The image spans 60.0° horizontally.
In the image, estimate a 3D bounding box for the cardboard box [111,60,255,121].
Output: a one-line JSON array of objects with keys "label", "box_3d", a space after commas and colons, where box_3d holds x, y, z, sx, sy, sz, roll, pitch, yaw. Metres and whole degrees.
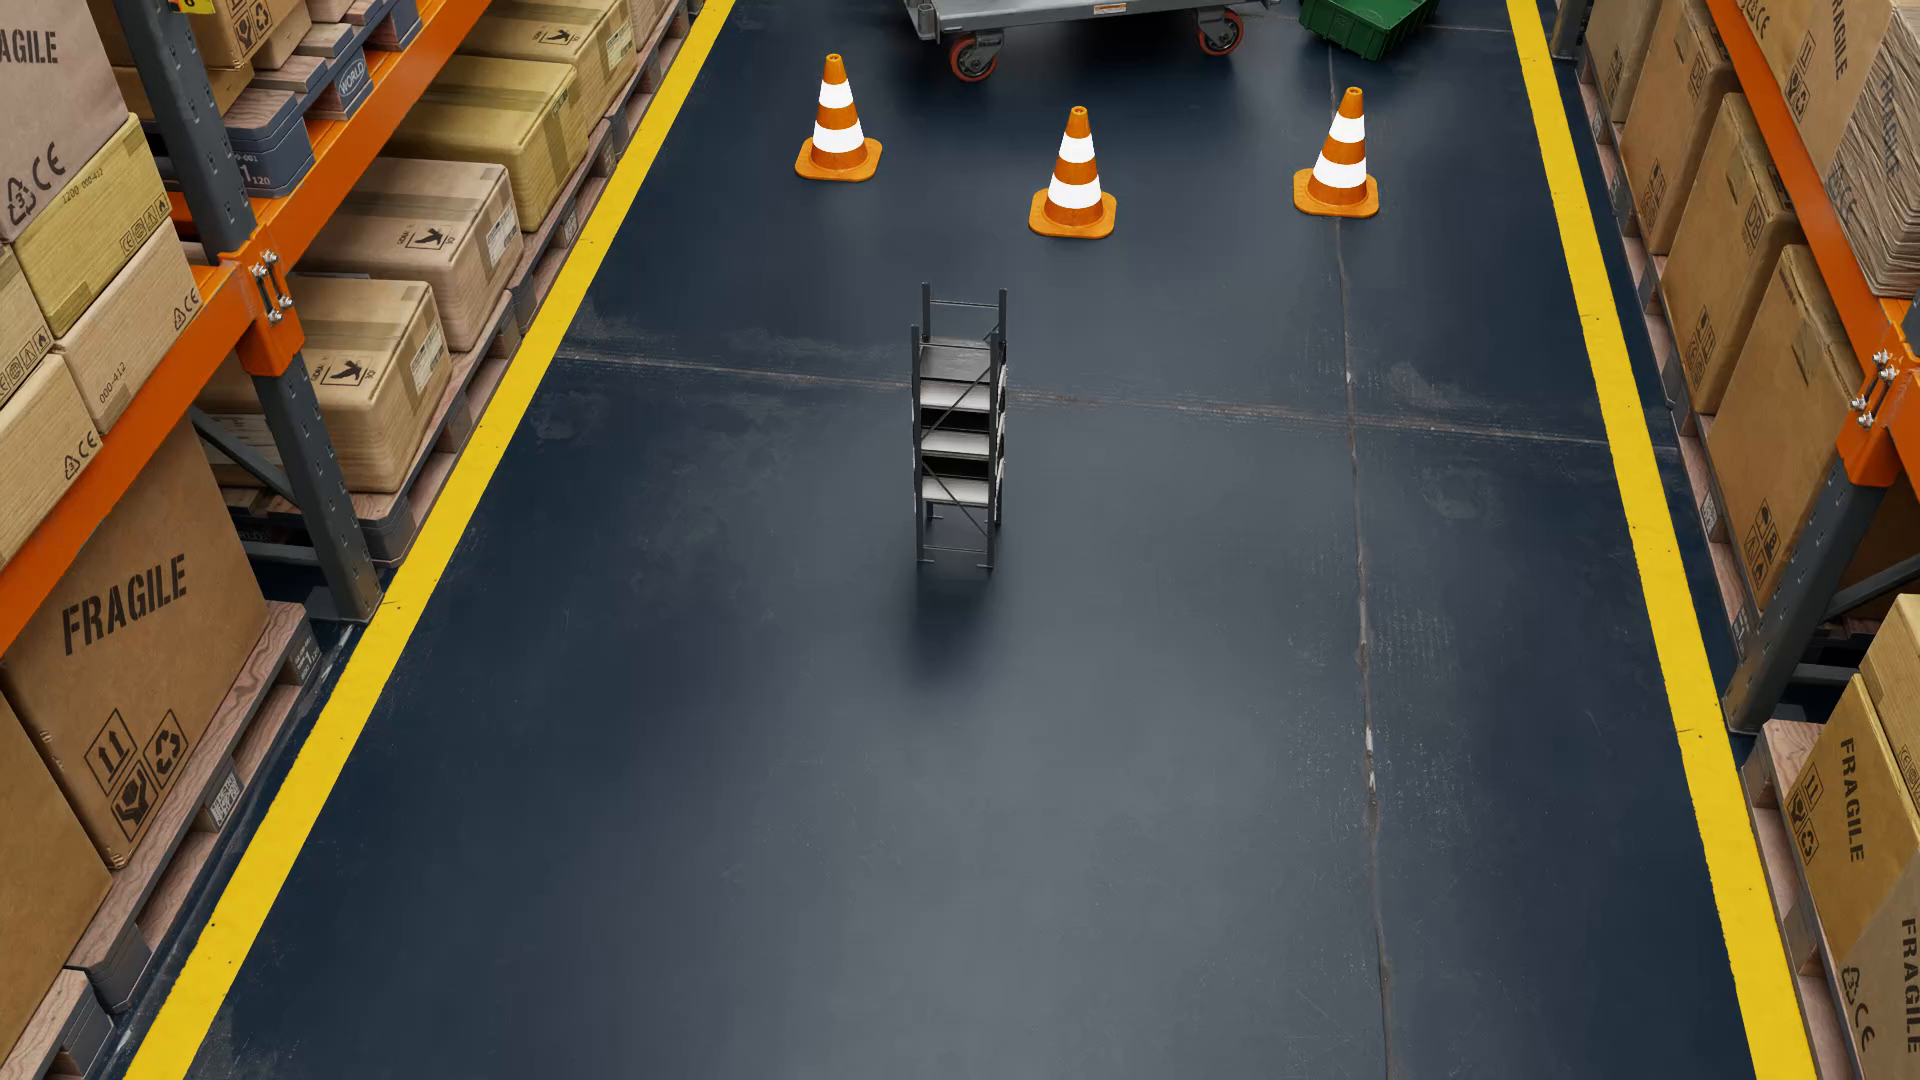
[{"label": "cardboard box", "box_3d": [-2.029, -1.186, 4.198, 0.380, 0.149, 0.250, 3, 44, 3]}]

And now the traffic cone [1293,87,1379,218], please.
[{"label": "traffic cone", "box_3d": [1.518, -1.567, 6.568, 0.336, 0.463, 0.334, 5, 44, 6]}]

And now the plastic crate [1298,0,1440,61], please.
[{"label": "plastic crate", "box_3d": [1.917, -2.502, 7.714, 0.450, 0.188, 0.662, 35, 53, 18]}]

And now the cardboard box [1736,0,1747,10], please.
[{"label": "cardboard box", "box_3d": [2.654, -1.937, 5.041, 0.500, 0.500, 0.500, 6, 44, 6]}]

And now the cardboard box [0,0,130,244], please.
[{"label": "cardboard box", "box_3d": [-2.066, -0.943, 3.264, 0.500, 0.500, 0.500, 4, 44, 4]}]

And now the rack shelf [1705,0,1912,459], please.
[{"label": "rack shelf", "box_3d": [2.928, -1.641, 5.324, 1.077, 0.370, 4.000, 5, 44, 6]}]

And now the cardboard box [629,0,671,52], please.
[{"label": "cardboard box", "box_3d": [-1.795, -2.487, 7.300, 0.950, 0.372, 0.625, 6, 44, 6]}]

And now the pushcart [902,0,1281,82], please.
[{"label": "pushcart", "box_3d": [0.539, -2.521, 7.638, 1.648, 0.377, 0.936, -9, 44, -9]}]

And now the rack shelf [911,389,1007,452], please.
[{"label": "rack shelf", "box_3d": [-0.001, -0.362, 4.896, 0.258, 0.077, 0.200, 5, 44, 6]}]

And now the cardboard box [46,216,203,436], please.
[{"label": "cardboard box", "box_3d": [-2.066, -0.497, 3.702, 0.500, 0.250, 0.500, 4, 44, 4]}]

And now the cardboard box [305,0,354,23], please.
[{"label": "cardboard box", "box_3d": [-1.877, -1.558, 4.591, 0.380, 0.149, 0.250, 3, 44, 3]}]

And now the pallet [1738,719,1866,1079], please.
[{"label": "pallet", "box_3d": [2.559, 1.006, 4.034, 1.003, 0.211, 1.213, 5, 44, 6]}]

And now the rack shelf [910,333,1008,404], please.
[{"label": "rack shelf", "box_3d": [-0.001, -0.493, 4.772, 0.258, 0.077, 0.200, 5, 44, 6]}]

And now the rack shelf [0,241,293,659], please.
[{"label": "rack shelf", "box_3d": [-2.521, 0.704, 2.848, 1.077, 0.370, 4.000, 5, 44, 6]}]

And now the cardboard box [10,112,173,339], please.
[{"label": "cardboard box", "box_3d": [-2.069, -0.694, 3.546, 0.500, 0.250, 0.500, 5, 44, 5]}]

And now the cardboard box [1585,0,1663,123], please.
[{"label": "cardboard box", "box_3d": [3.199, -2.169, 6.690, 1.050, 0.750, 0.750, 5, 44, 5]}]

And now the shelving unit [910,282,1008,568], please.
[{"label": "shelving unit", "box_3d": [-0.001, -0.321, 4.935, 0.258, 0.900, 0.210, 5, 44, 6]}]

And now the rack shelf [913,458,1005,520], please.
[{"label": "rack shelf", "box_3d": [-0.001, -0.166, 5.081, 0.258, 0.077, 0.200, 5, 44, 6]}]

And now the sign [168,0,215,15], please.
[{"label": "sign", "box_3d": [-1.706, -1.292, 3.591, 0.100, 0.325, 0.005, 5, 44, 6]}]

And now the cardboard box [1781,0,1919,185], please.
[{"label": "cardboard box", "box_3d": [2.524, -1.246, 4.312, 0.500, 0.500, 0.500, 5, 44, 6]}]

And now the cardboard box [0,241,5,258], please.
[{"label": "cardboard box", "box_3d": [-2.125, -0.593, 2.894, 0.500, 0.500, 0.500, 6, 44, 6]}]

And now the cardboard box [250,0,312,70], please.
[{"label": "cardboard box", "box_3d": [-1.959, -1.375, 4.398, 0.380, 0.149, 0.250, 3, 44, 3]}]

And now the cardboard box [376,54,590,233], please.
[{"label": "cardboard box", "box_3d": [-1.976, -1.522, 6.282, 0.950, 0.372, 0.625, 7, 44, 7]}]

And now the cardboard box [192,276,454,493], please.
[{"label": "cardboard box", "box_3d": [-2.172, -0.502, 5.205, 0.950, 0.372, 0.625, 3, 43, 3]}]

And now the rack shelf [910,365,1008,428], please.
[{"label": "rack shelf", "box_3d": [-0.001, -0.428, 4.834, 0.258, 0.077, 0.200, 5, 44, 6]}]

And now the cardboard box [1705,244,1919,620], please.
[{"label": "cardboard box", "box_3d": [2.833, -0.281, 4.696, 1.050, 0.750, 0.750, 5, 44, 5]}]

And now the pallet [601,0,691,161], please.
[{"label": "pallet", "box_3d": [-1.829, -2.103, 7.317, 1.003, 0.211, 1.213, 5, 44, 6]}]

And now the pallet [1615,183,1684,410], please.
[{"label": "pallet", "box_3d": [3.006, -0.886, 6.032, 1.003, 0.211, 1.213, 5, 44, 6]}]

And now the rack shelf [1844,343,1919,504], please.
[{"label": "rack shelf", "box_3d": [2.399, 1.085, 2.445, 1.077, 0.370, 4.000, 5, 44, 6]}]

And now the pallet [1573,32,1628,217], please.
[{"label": "pallet", "box_3d": [3.165, -1.720, 6.913, 1.003, 0.211, 1.213, 5, 44, 6]}]

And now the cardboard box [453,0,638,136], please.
[{"label": "cardboard box", "box_3d": [-1.886, -1.996, 6.782, 0.950, 0.372, 0.625, 8, 44, 8]}]

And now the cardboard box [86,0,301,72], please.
[{"label": "cardboard box", "box_3d": [-1.968, -1.502, 4.060, 0.500, 0.500, 0.500, 4, 44, 4]}]

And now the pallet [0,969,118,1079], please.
[{"label": "pallet", "box_3d": [-2.599, 1.452, 3.563, 1.003, 0.211, 1.213, 5, 44, 6]}]

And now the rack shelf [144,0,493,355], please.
[{"label": "rack shelf", "box_3d": [-1.992, -2.022, 5.727, 1.077, 0.370, 4.000, 5, 44, 6]}]

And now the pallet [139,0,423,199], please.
[{"label": "pallet", "box_3d": [-2.268, -1.346, 4.629, 1.213, 0.211, 1.003, 5, 44, 6]}]

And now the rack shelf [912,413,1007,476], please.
[{"label": "rack shelf", "box_3d": [-0.001, -0.297, 4.958, 0.258, 0.077, 0.200, 5, 44, 6]}]

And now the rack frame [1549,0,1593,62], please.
[{"label": "rack frame", "box_3d": [3.192, -3.265, 6.516, 1.000, 3.000, 0.127, 5, 44, 6]}]

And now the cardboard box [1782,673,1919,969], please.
[{"label": "cardboard box", "box_3d": [2.317, 0.675, 3.868, 0.500, 0.500, 0.500, 4, 44, 4]}]

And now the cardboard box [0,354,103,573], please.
[{"label": "cardboard box", "box_3d": [-2.118, -0.148, 3.333, 0.500, 0.250, 0.500, 6, 44, 6]}]

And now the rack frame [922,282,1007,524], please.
[{"label": "rack frame", "box_3d": [0.012, -0.391, 5.008, 0.240, 0.900, 0.006, 5, 44, 6]}]

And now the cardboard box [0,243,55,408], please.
[{"label": "cardboard box", "box_3d": [-2.133, -0.344, 3.177, 0.500, 0.250, 0.500, 4, 44, 4]}]

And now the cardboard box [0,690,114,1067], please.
[{"label": "cardboard box", "box_3d": [-2.552, 0.770, 3.495, 0.875, 0.875, 0.875, 6, 44, 6]}]

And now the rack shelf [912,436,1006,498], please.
[{"label": "rack shelf", "box_3d": [-0.001, -0.232, 5.020, 0.258, 0.077, 0.200, 5, 44, 6]}]

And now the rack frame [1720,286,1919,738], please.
[{"label": "rack frame", "box_3d": [2.663, -0.539, 3.637, 1.000, 3.000, 0.127, 5, 44, 6]}]

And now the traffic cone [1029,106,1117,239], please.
[{"label": "traffic cone", "box_3d": [0.449, -1.464, 6.459, 0.336, 0.463, 0.334, 5, 44, 6]}]

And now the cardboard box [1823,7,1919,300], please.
[{"label": "cardboard box", "box_3d": [2.457, -0.906, 3.953, 0.500, 0.500, 0.500, 5, 44, 6]}]

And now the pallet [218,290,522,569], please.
[{"label": "pallet", "box_3d": [-2.152, -0.440, 5.561, 1.003, 0.211, 1.213, 5, 44, 6]}]

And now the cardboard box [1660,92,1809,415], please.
[{"label": "cardboard box", "box_3d": [2.945, -0.877, 5.326, 1.050, 0.750, 0.750, 6, 44, 6]}]

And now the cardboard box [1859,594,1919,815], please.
[{"label": "cardboard box", "box_3d": [2.332, 0.392, 3.622, 0.500, 0.250, 0.500, 3, 44, 4]}]

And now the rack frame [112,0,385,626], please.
[{"label": "rack frame", "box_3d": [-2.256, -0.920, 4.040, 1.000, 3.000, 0.127, 5, 44, 6]}]

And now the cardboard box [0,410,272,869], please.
[{"label": "cardboard box", "box_3d": [-2.430, 0.162, 4.137, 0.875, 0.875, 0.875, 5, 44, 5]}]

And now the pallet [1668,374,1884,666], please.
[{"label": "pallet", "box_3d": [2.842, -0.057, 5.156, 1.003, 0.211, 1.213, 5, 44, 6]}]

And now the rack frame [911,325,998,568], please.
[{"label": "rack frame", "box_3d": [-0.015, -0.252, 4.862, 0.240, 0.900, 0.006, 5, 44, 6]}]
